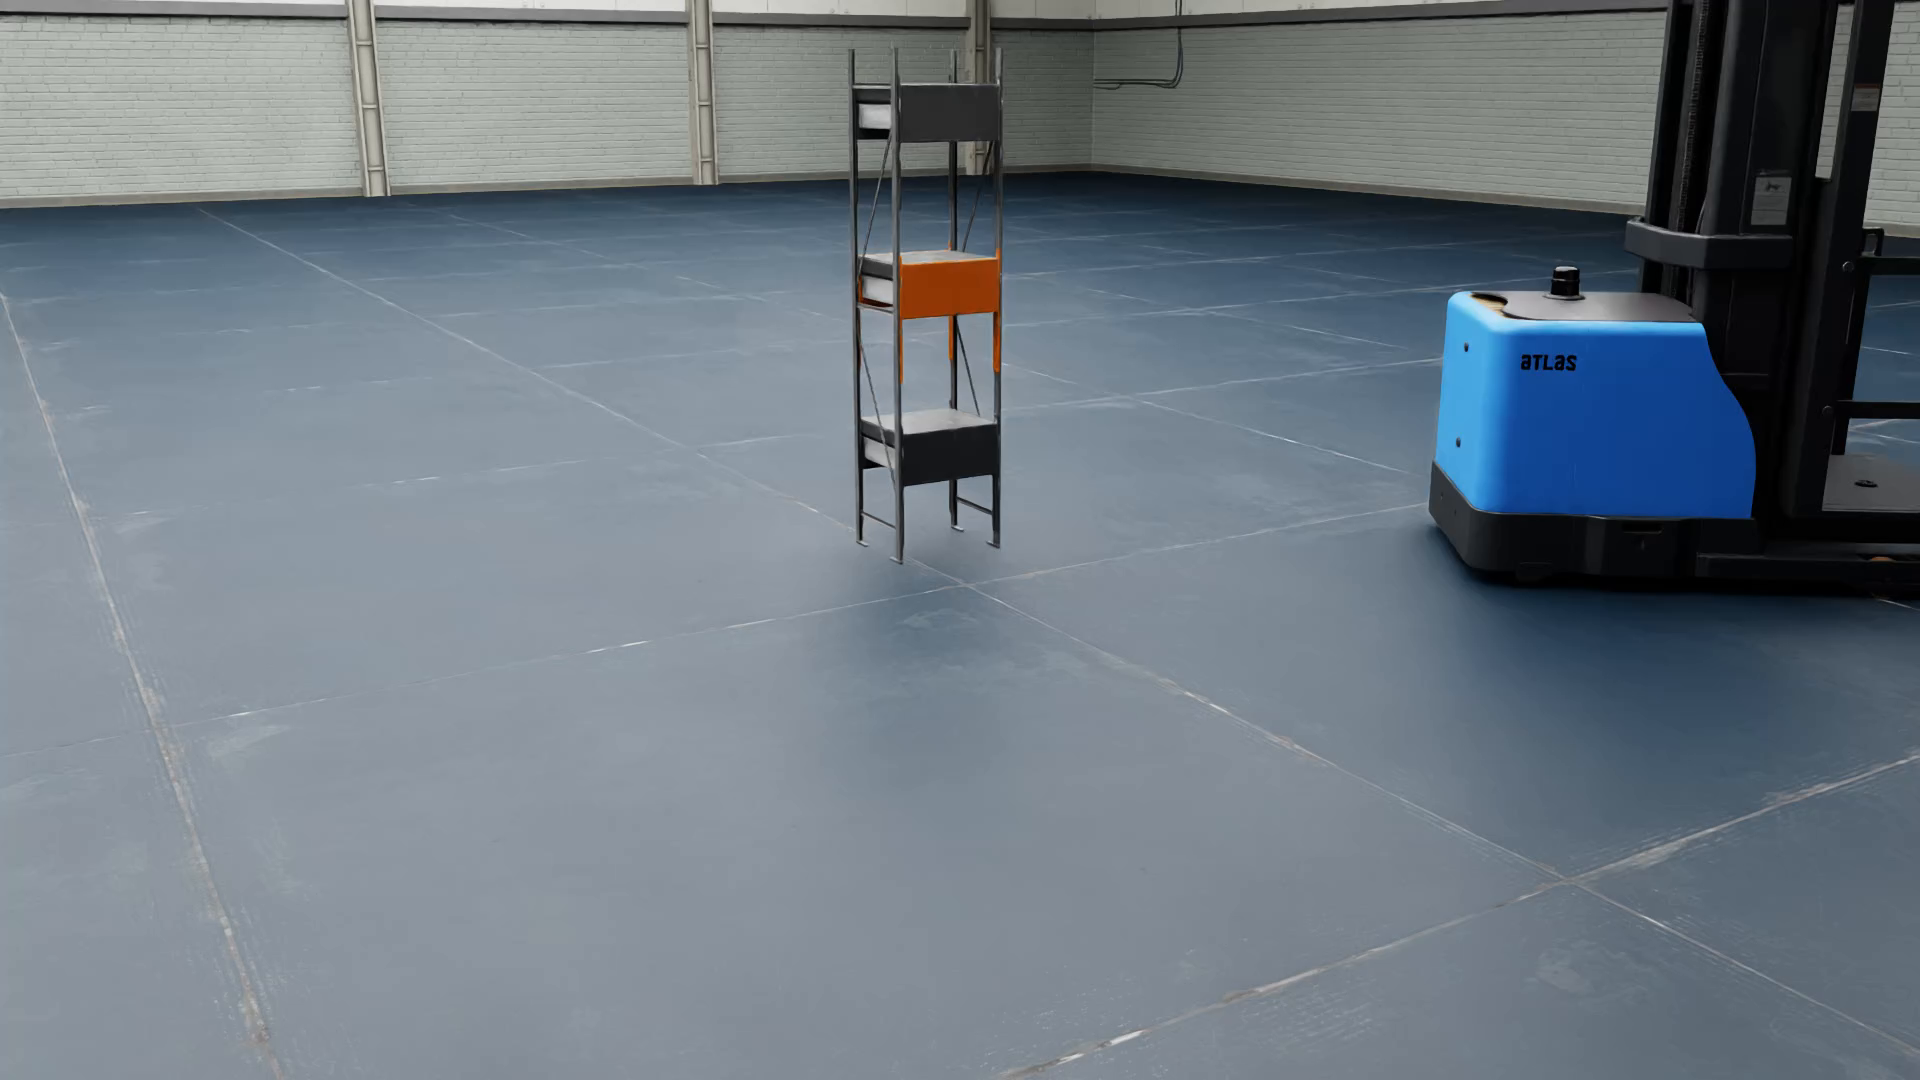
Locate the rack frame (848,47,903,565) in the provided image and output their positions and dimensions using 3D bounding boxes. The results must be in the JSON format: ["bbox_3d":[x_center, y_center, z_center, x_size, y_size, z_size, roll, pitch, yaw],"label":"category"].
[{"bbox_3d":[-0.351,-0.954,6.923,0.015,2.100,0.400,-9,18,-30],"label":"rack frame"}]

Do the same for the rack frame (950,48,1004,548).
[{"bbox_3d":[0.067,-1.022,7.165,0.015,2.100,0.400,-9,18,-30],"label":"rack frame"}]

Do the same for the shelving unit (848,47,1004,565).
[{"bbox_3d":[-0.142,-0.988,7.044,0.503,2.100,0.431,-9,18,-30],"label":"shelving unit"}]

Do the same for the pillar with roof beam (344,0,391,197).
[{"bbox_3d":[-7.711,-9.197,23.547,0.400,9.000,9.100,-9,18,-30],"label":"pillar with roof beam"}]

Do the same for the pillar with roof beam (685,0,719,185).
[{"bbox_3d":[-2.567,-10.031,26.523,0.400,9.000,9.100,-9,18,-30],"label":"pillar with roof beam"}]

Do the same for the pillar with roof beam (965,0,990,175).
[{"bbox_3d":[2.576,-10.865,29.498,0.400,9.000,9.100,-9,18,-30],"label":"pillar with roof beam"}]

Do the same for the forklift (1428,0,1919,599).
[{"bbox_3d":[3.616,-1.323,6.698,3.031,2.935,1.130,1,16,5],"label":"forklift"}]

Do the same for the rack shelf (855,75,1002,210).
[{"bbox_3d":[-0.142,-1.649,6.859,0.480,0.518,0.431,-9,18,-30],"label":"rack shelf"}]

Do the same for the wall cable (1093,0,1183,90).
[{"bbox_3d":[3.565,-10.470,33.840,0.112,2.526,3.097,-9,18,-30],"label":"wall cable"}]

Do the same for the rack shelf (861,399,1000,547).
[{"bbox_3d":[-0.142,-0.301,7.237,0.480,0.518,0.431,-9,18,-30],"label":"rack shelf"}]

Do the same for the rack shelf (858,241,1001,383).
[{"bbox_3d":[-0.142,-0.975,7.048,0.480,0.518,0.431,-9,18,-30],"label":"rack shelf"}]
